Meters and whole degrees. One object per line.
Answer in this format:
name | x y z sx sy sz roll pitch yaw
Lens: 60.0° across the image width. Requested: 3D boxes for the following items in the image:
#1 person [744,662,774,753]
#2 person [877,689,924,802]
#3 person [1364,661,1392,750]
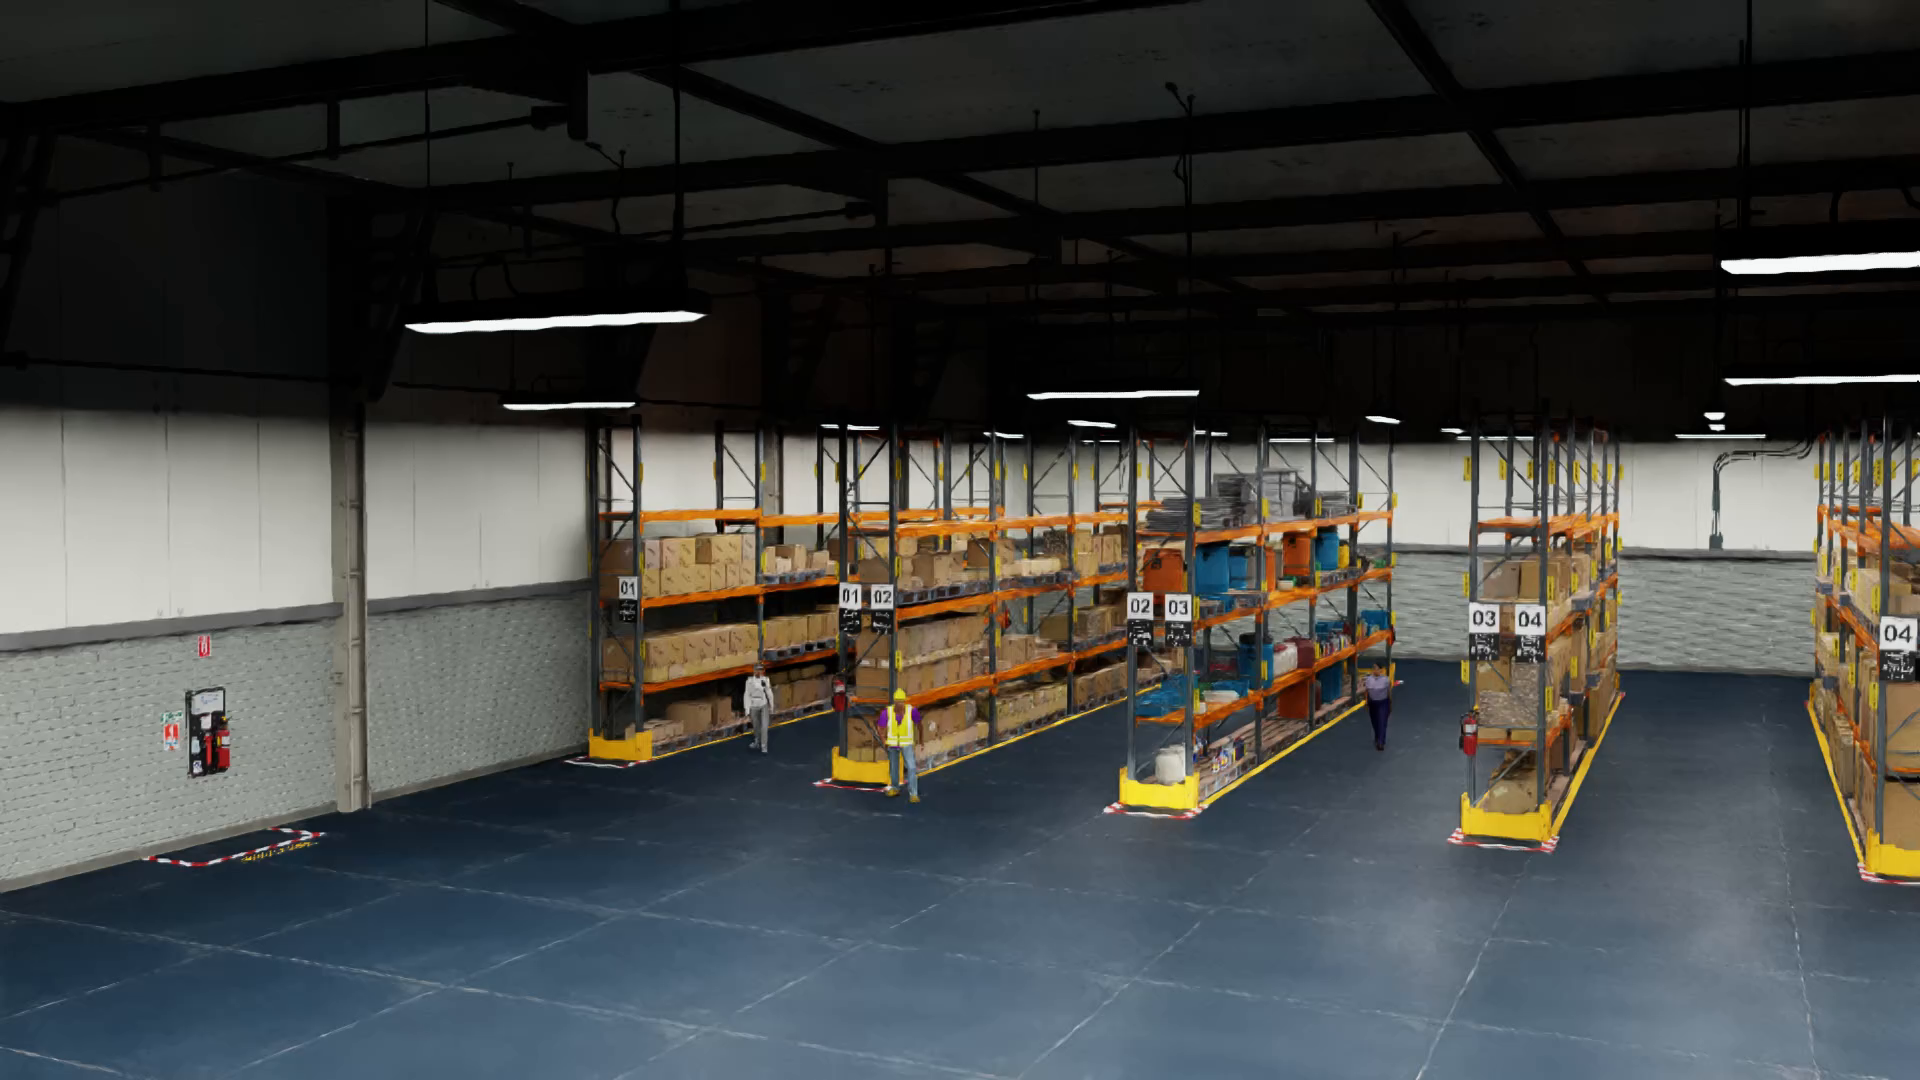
person | -3.597 2.969 29.709 0.530 1.625 0.935 0 2 2
person | -0.898 3.100 25.324 0.712 1.697 0.831 0 2 7
person | 7.543 2.967 30.077 0.479 1.567 1.079 1 3 27
